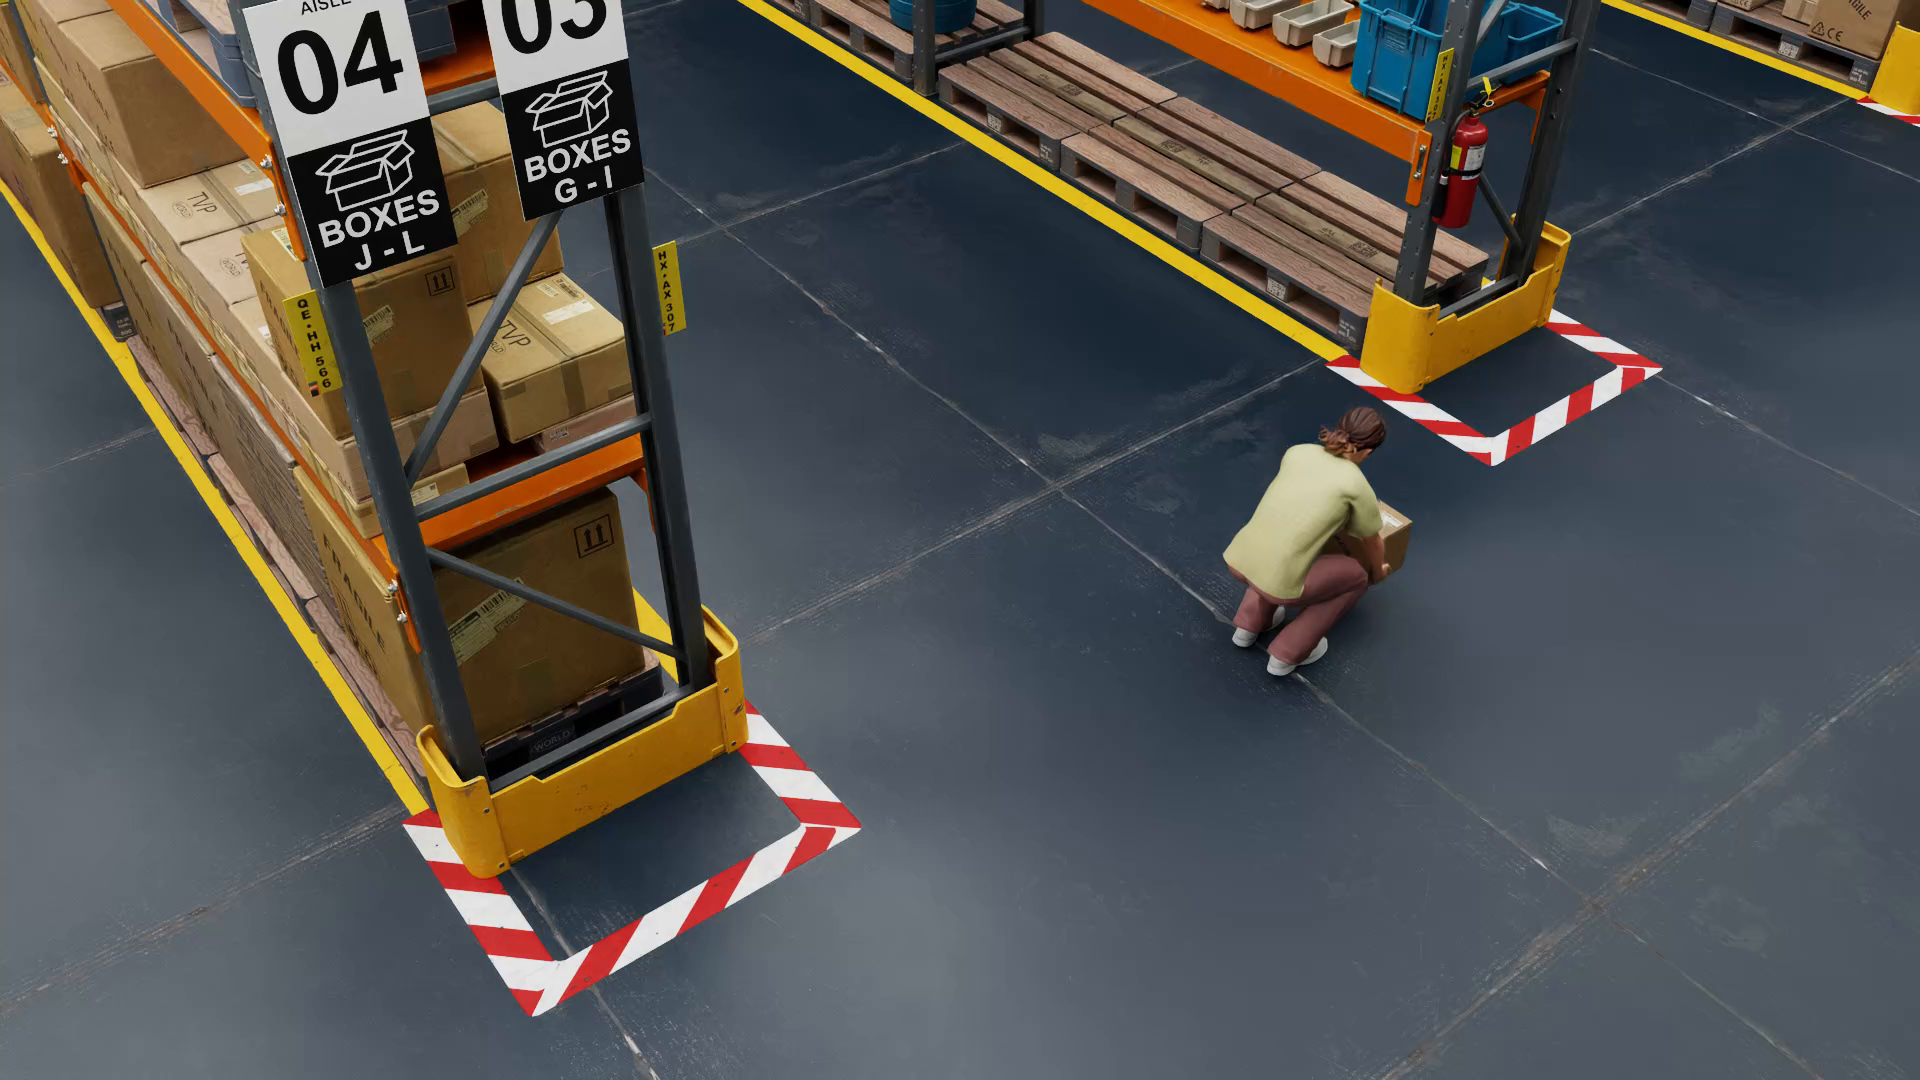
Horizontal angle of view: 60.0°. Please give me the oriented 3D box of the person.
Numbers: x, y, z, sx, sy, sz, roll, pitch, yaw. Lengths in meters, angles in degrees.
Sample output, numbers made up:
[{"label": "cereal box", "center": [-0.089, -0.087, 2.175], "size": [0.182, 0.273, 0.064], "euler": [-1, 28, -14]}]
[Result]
[{"label": "person", "center": [1.379, 0.002, 6.672], "size": [0.766, 1.009, 0.494], "euler": [-27, 47, -28]}]
